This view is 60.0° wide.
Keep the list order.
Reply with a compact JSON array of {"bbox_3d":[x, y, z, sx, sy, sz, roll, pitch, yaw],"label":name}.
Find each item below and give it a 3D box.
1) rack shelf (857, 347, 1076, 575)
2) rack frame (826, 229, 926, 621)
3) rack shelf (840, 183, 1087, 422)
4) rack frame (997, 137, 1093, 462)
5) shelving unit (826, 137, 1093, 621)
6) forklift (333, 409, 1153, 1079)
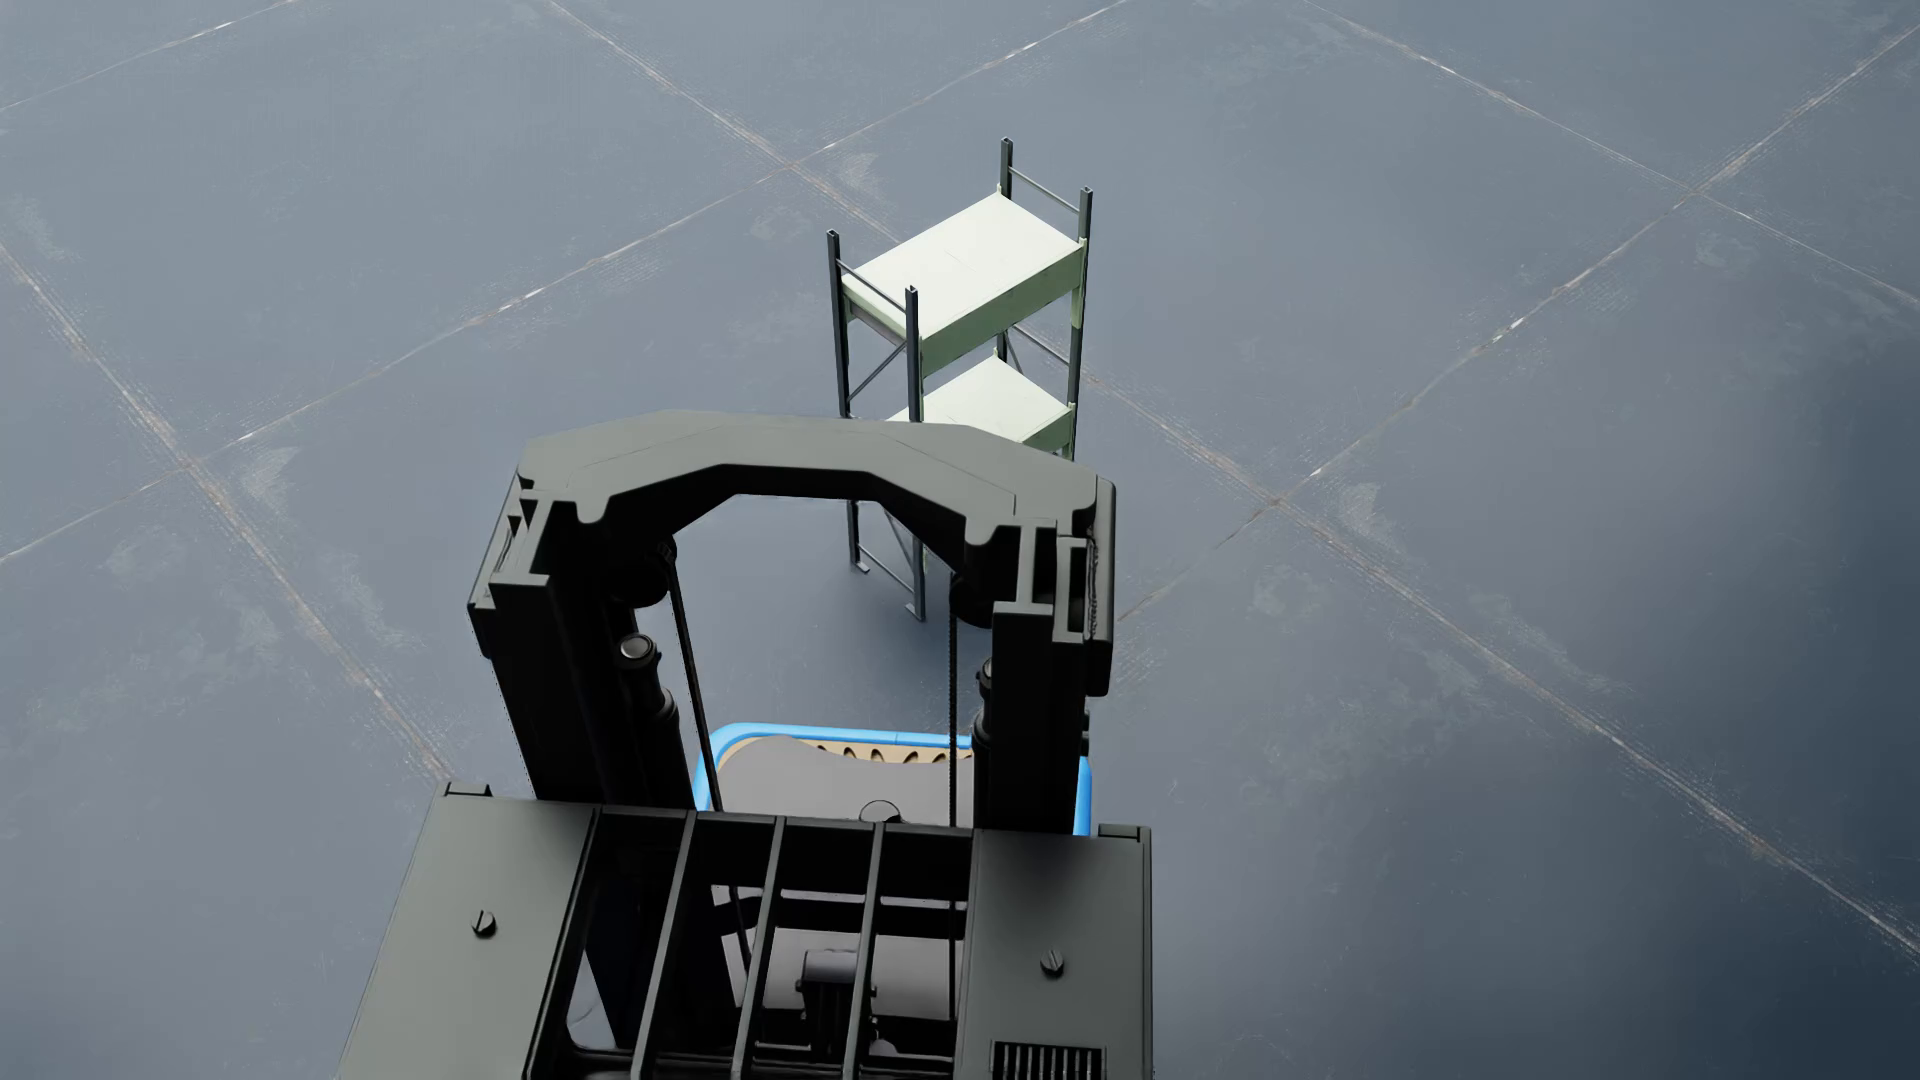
[{"bbox_3d":[0.005,-0.291,5.941,0.720,0.370,0.431,-34,56,-27],"label":"rack shelf"},{"bbox_3d":[-0.266,-0.331,5.535,0.023,1.500,0.400,-34,56,-27],"label":"rack frame"},{"bbox_3d":[0.005,-0.777,5.415,0.720,0.370,0.431,-34,56,-27],"label":"rack shelf"},{"bbox_3d":[0.276,-0.693,5.869,0.023,1.500,0.400,-34,56,-27],"label":"rack frame"},{"bbox_3d":[0.005,-0.512,5.702,0.755,1.500,0.431,-34,56,-27],"label":"shelving unit"},{"bbox_3d":[-0.278,1.316,3.041,1.130,2.935,3.031,3,47,3],"label":"forklift"}]
